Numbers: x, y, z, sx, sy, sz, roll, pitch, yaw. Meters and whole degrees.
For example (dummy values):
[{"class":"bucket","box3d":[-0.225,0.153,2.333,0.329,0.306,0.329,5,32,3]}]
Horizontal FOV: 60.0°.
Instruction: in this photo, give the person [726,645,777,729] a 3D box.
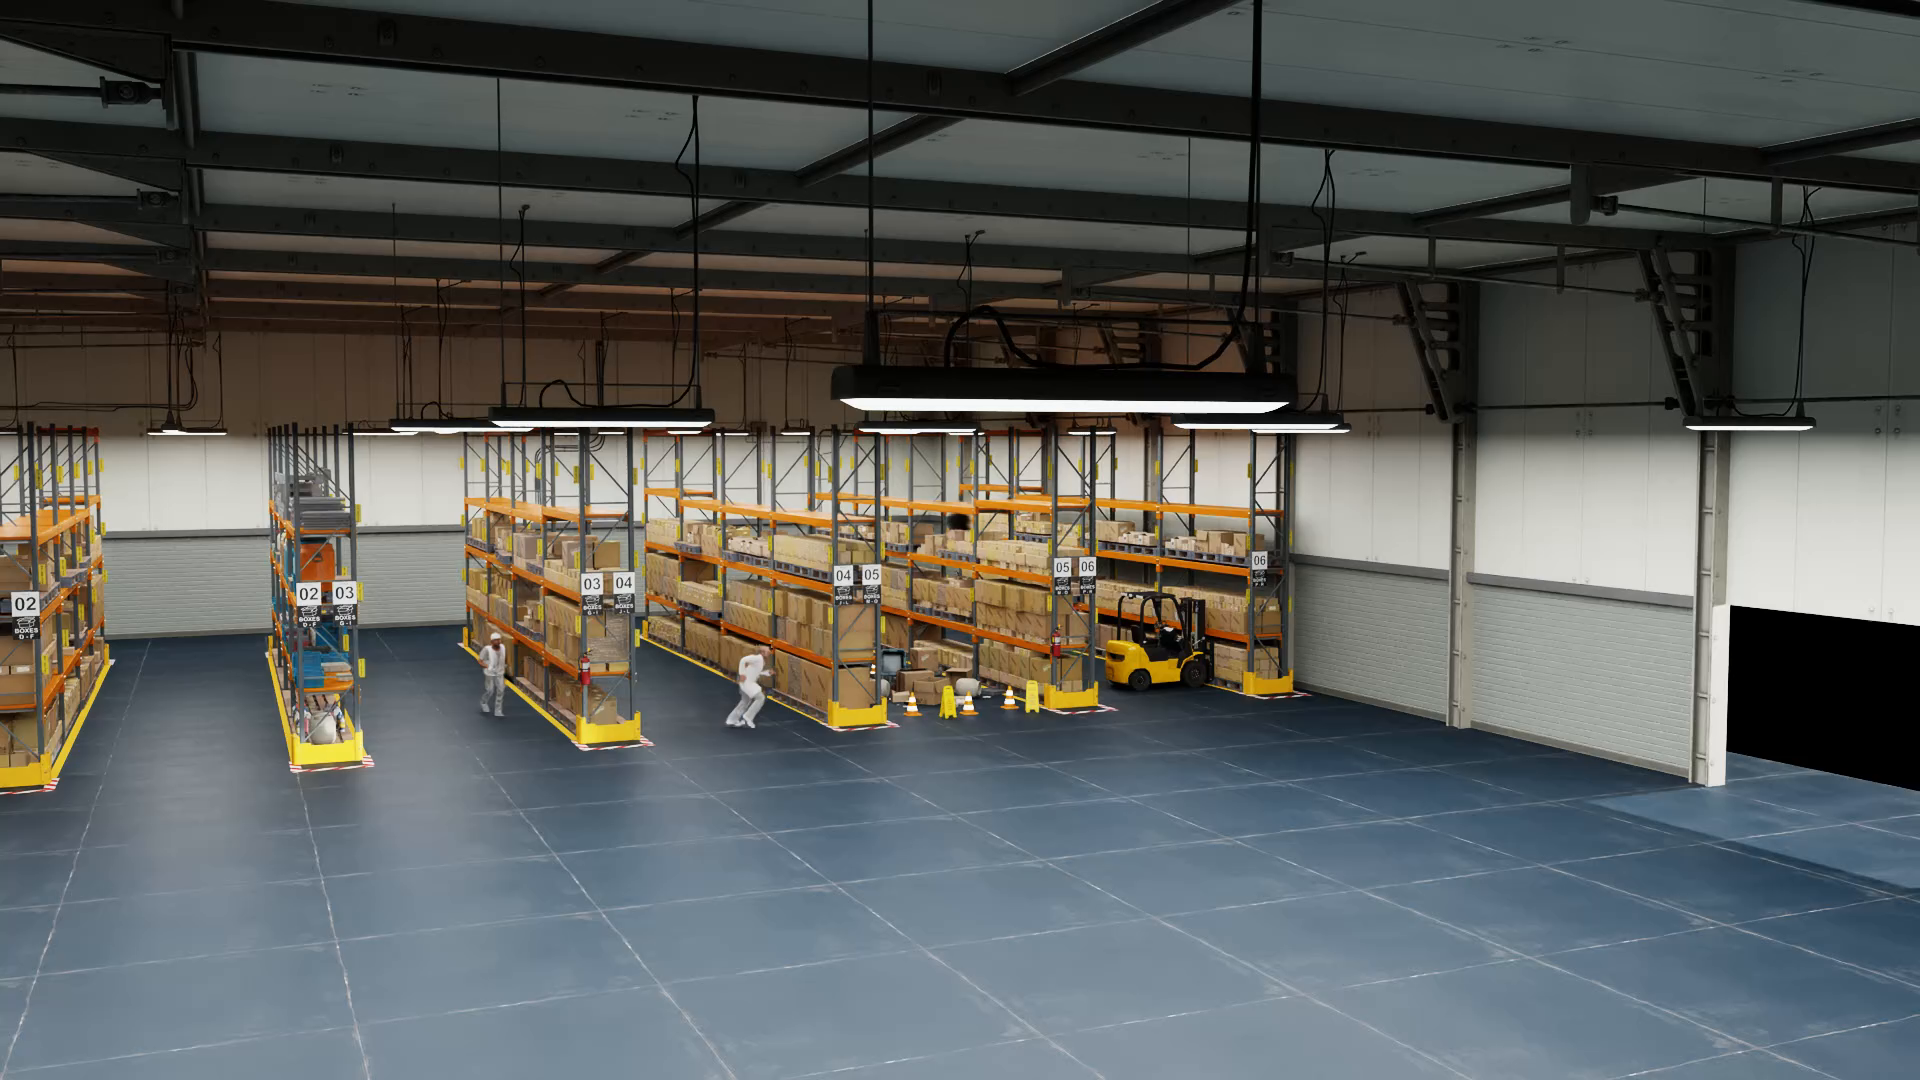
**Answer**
[{"class":"person","box3d":[-4.138,2.911,32.790,1.035,1.666,0.753,1,4,11]}]

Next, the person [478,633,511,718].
[{"class":"person","box3d":[-9.635,2.762,34.269,0.686,1.741,0.884,-3,4,-38]}]

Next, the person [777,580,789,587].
[{"class":"person","box3d":[-5.591,1.594,52.502,0.991,1.769,0.671,-3,5,-43]}]
